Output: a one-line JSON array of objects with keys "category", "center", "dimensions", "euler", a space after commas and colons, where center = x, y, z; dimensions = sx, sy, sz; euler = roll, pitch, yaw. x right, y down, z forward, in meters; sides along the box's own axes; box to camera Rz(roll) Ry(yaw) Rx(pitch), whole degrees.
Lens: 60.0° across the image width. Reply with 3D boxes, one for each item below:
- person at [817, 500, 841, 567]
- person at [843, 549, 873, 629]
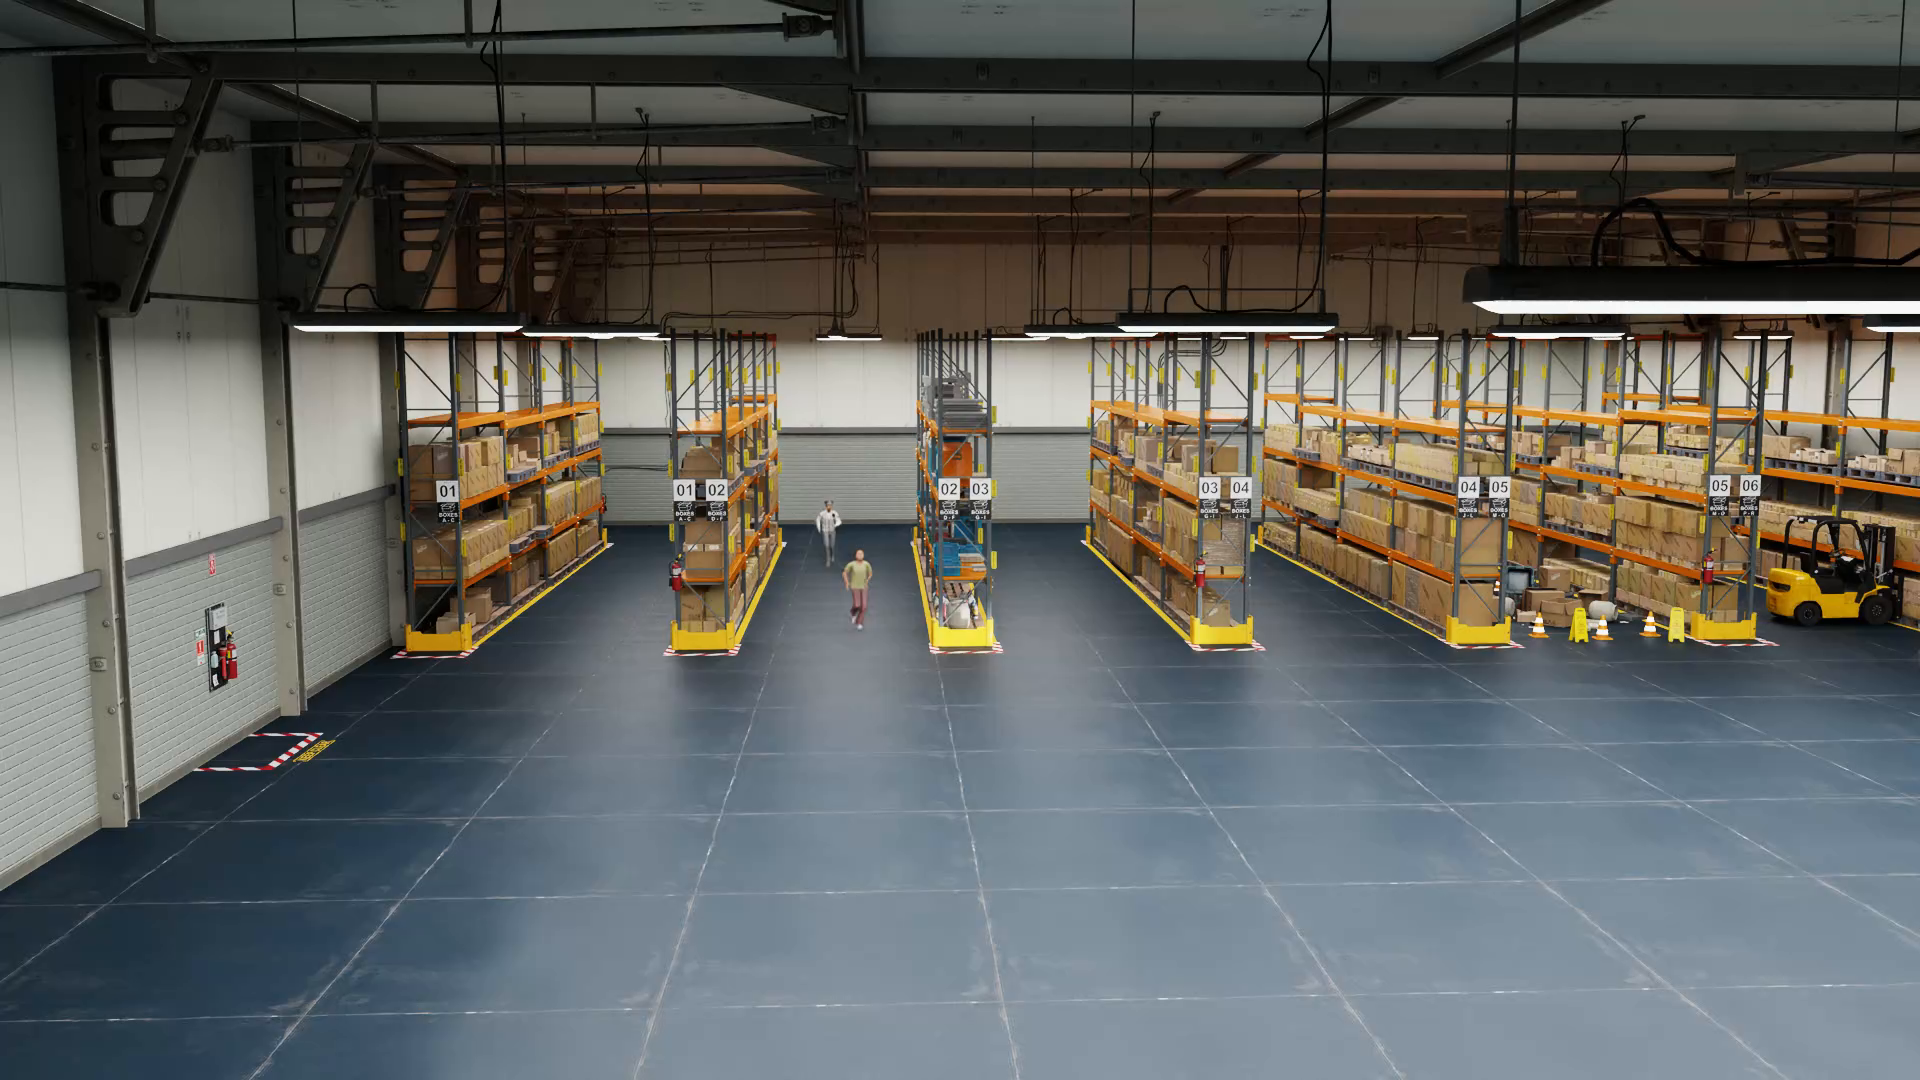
[{"category": "person", "center": [-3.388, -0.191, 43.080], "dimensions": [0.631, 1.711, 0.801], "euler": [-1, 7, -7]}, {"category": "person", "center": [-2.019, 0.988, 33.402], "dimensions": [0.581, 1.621, 0.541], "euler": [-2, 7, -17]}]
